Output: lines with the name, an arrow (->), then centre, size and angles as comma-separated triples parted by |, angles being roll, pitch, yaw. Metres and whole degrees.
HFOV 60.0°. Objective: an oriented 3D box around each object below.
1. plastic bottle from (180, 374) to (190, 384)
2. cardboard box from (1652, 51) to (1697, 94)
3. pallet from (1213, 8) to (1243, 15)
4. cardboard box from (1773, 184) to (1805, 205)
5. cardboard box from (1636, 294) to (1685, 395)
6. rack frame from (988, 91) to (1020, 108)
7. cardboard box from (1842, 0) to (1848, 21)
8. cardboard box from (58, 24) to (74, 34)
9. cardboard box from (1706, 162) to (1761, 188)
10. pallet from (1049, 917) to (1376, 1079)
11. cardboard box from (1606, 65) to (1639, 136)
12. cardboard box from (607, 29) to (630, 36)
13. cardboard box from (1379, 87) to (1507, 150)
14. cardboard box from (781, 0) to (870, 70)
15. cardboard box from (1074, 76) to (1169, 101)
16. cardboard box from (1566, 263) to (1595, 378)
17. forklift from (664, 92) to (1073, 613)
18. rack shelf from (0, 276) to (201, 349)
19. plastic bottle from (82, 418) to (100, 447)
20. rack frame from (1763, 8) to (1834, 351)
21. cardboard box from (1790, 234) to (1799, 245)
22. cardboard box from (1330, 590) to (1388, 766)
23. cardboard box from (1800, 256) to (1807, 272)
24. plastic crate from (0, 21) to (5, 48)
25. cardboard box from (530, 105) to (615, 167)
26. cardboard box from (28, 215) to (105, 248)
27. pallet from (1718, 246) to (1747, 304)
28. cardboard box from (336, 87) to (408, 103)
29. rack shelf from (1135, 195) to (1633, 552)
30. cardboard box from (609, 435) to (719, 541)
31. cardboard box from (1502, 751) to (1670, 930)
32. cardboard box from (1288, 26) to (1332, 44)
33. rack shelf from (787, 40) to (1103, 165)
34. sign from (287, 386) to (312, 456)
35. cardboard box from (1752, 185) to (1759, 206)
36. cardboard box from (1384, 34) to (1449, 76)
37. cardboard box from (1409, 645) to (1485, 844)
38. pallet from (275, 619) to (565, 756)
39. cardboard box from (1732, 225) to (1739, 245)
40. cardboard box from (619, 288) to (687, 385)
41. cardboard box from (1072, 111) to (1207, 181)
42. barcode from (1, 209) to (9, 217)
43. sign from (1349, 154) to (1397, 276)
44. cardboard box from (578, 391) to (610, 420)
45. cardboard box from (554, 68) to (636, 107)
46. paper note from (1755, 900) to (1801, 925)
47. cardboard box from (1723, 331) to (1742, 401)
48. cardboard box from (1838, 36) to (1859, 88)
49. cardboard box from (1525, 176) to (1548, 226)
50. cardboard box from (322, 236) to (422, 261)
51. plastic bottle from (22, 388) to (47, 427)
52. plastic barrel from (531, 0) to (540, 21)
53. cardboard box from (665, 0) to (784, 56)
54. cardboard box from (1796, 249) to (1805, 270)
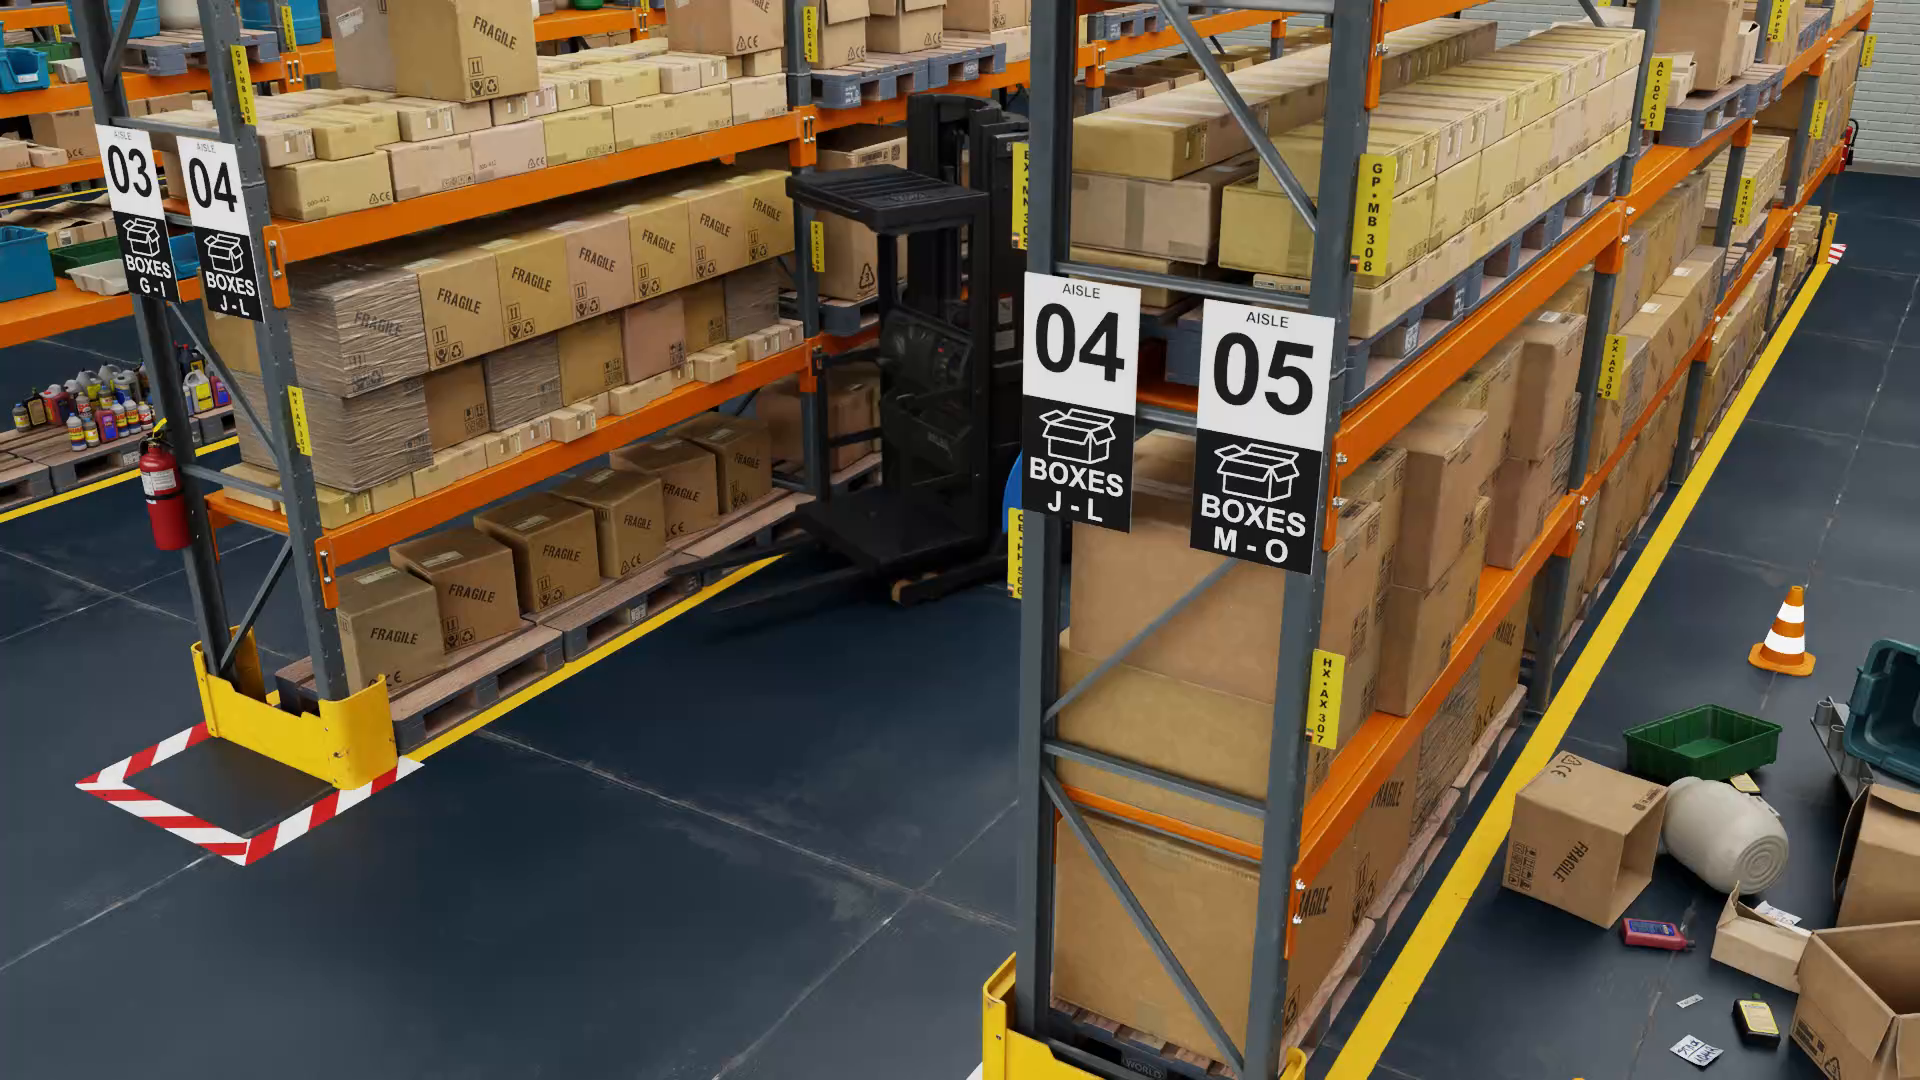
plastic bottle -> -6.065, -1.169, 13.040 | 0.061, 0.283, 0.133 | 14, 27, 29
cardboard box -> 3.937, -2.682, 9.408 | 0.396, 0.266, 0.258 | 14, 27, 29
pallet -> 2.388, -5.284, 16.144 | 0.805, 0.209, 1.217 | 13, 26, 27
cardboard box -> 7.418, -3.153, 15.073 | 0.380, 0.149, 0.250 | 15, 28, 31
cardboard box -> 4.076, -1.218, 10.162 | 0.500, 0.500, 0.500 | 14, 27, 30
rack frame -> 0.732, -6.703, 22.957 | 1.000, 3.000, 0.127 | 14, 27, 29
cardboard box -> 7.715, -4.821, 15.023 | 0.500, 0.250, 0.500 | 13, 27, 28
cardboard box -> -11.431, -6.723, 21.535 | 0.500, 0.250, 0.500 | 15, 27, 30
cardboard box -> 6.115, -2.884, 13.175 | 0.380, 0.149, 0.250 | 13, 27, 28
pallet -> 1.016, 1.803, 6.821 | 1.003, 0.211, 1.213 | 14, 27, 29
cardboard box -> 2.729, -2.004, 7.487 | 0.500, 0.250, 0.500 | 14, 27, 28
cardboard box -> -4.825, -7.171, 22.654 | 0.500, 0.500, 0.500 | 13, 27, 27
cardboard box -> 1.644, -1.446, 5.696 | 0.380, 0.149, 0.250 | 13, 27, 28
cardboard box -> -1.058, -3.369, 10.822 | 0.797, 0.503, 0.637 | 12, 26, 26
cardboard box -> 1.465, -3.934, 15.172 | 0.797, 0.503, 0.637 | 15, 27, 30
cardboard box -> 3.027, -1.215, 8.895 | 0.700, 0.500, 0.500 | 13, 27, 28
forklift -> -0.387, -1.170, 10.264 | 3.031, 2.935, 1.130 | -15, 28, -31
rack shelf -> -6.653, -1.647, 12.185 | 1.077, 0.370, 4.000 | 14, 27, 29
plastic bottle -> -6.432, -0.802, 12.295 | 0.097, 0.201, 0.097 | 0, 23, 0
rack frame -> 6.990, -3.241, 14.961 | 1.000, 3.000, 0.127 | 14, 27, 29
cardboard box -> 8.194, -2.993, 16.700 | 0.380, 0.149, 0.250 | 14, 27, 29
cardboard box -> 1.089, 0.415, 6.326 | 0.875, 0.550, 0.550 | 14, 27, 29
cardboard box -> 8.537, -2.890, 17.209 | 0.380, 0.149, 0.250 | 13, 26, 27
plastic crate -> -6.958, -3.378, 11.523 | 0.392, 0.384, 0.575 | 14, 27, 29
cardboard box -> -2.225, -2.199, 8.967 | 0.500, 0.250, 0.500 | 15, 27, 30
cardboard box -> -9.106, -3.135, 16.943 | 0.500, 0.311, 0.500 | 14, 27, 28
pallet -> 5.166, -2.066, 12.488 | 1.213, 0.211, 1.003 | 14, 27, 29
cardboard box -> -2.982, -2.240, 8.560 | 0.380, 0.149, 0.250 | 14, 27, 30
rack shelf -> 1.715, -0.912, 6.712 | 1.077, 0.370, 4.000 | 14, 27, 29
cardboard box -> -1.931, -0.339, 10.874 | 0.500, 0.500, 0.500 | -18, 29, -36
cardboard box -> 2.823, 1.344, 7.513 | 0.500, 0.500, 0.500 | 20, 30, 38
cardboard box -> 4.193, -5.802, 19.748 | 0.500, 0.500, 0.500 | 13, 27, 28
rack shelf -> -0.335, -3.336, 12.310 | 1.077, 0.370, 4.000 | 14, 27, 29
sign -> -3.039, -0.548, 7.651 | 0.100, 0.325, 0.005 | 14, 27, 29
cardboard box -> 6.123, -2.753, 13.247 | 0.380, 0.149, 0.250 | 15, 28, 31
cardboard box -> 1.888, -2.098, 7.202 | 0.380, 0.149, 0.250 | 13, 27, 28
cardboard box -> 1.907, 0.744, 7.902 | 0.875, 0.875, 0.875 | 14, 27, 29
pallet -> -3.002, 0.723, 9.315 | 1.003, 0.211, 1.213 | 14, 27, 29
cardboard box -> 5.712, -2.350, 12.691 | 0.380, 0.149, 0.250 | 15, 28, 31
cardboard box -> -2.152, -1.307, 9.993 | 0.875, 0.500, 0.500 | 14, 27, 29
cardboard box -> 0.550, -1.242, 5.225 | 0.380, 0.149, 0.250 | 14, 27, 29
barcode -> -9.316, -3.186, 16.218 | 0.001, 0.075, 0.075 | 14, 27, 29
sign -> 1.129, -0.887, 4.547 | 0.100, 0.325, 0.005 | 14, 27, 29
cardboard box -> -2.255, -0.794, 9.624 | 0.380, 0.149, 0.250 | 14, 27, 29
cardboard box -> -2.007, -2.489, 9.135 | 0.380, 0.149, 0.250 | 15, 28, 31
paper note -> 3.608, 1.667, 7.371 | 0.155, 0.023, 0.172 | -17, 29, -35
cardboard box -> 5.999, -1.467, 13.480 | 0.500, 0.500, 0.500 | 13, 27, 28
cardboard box -> 8.803, -4.855, 16.930 | 0.500, 0.500, 0.500 | 13, 27, 27
cardboard box -> 2.045, -1.336, 6.446 | 0.380, 0.149, 0.250 | 14, 27, 29
cardboard box -> -3.161, -1.313, 8.749 | 0.500, 0.500, 0.500 | 14, 27, 29
plastic bottle -> -7.066, -1.013, 12.679 | 0.061, 0.283, 0.133 | 15, 27, 30
plastic barrel -> -3.961, -4.837, 15.047 | 0.301, 0.262, 0.301 | 0, 23, 0
cardboard box -> -1.411, -3.198, 9.955 | 0.500, 0.500, 0.500 | 13, 27, 27
cardboard box -> 8.257, -2.839, 16.719 | 0.380, 0.149, 0.250 | 14, 27, 29
